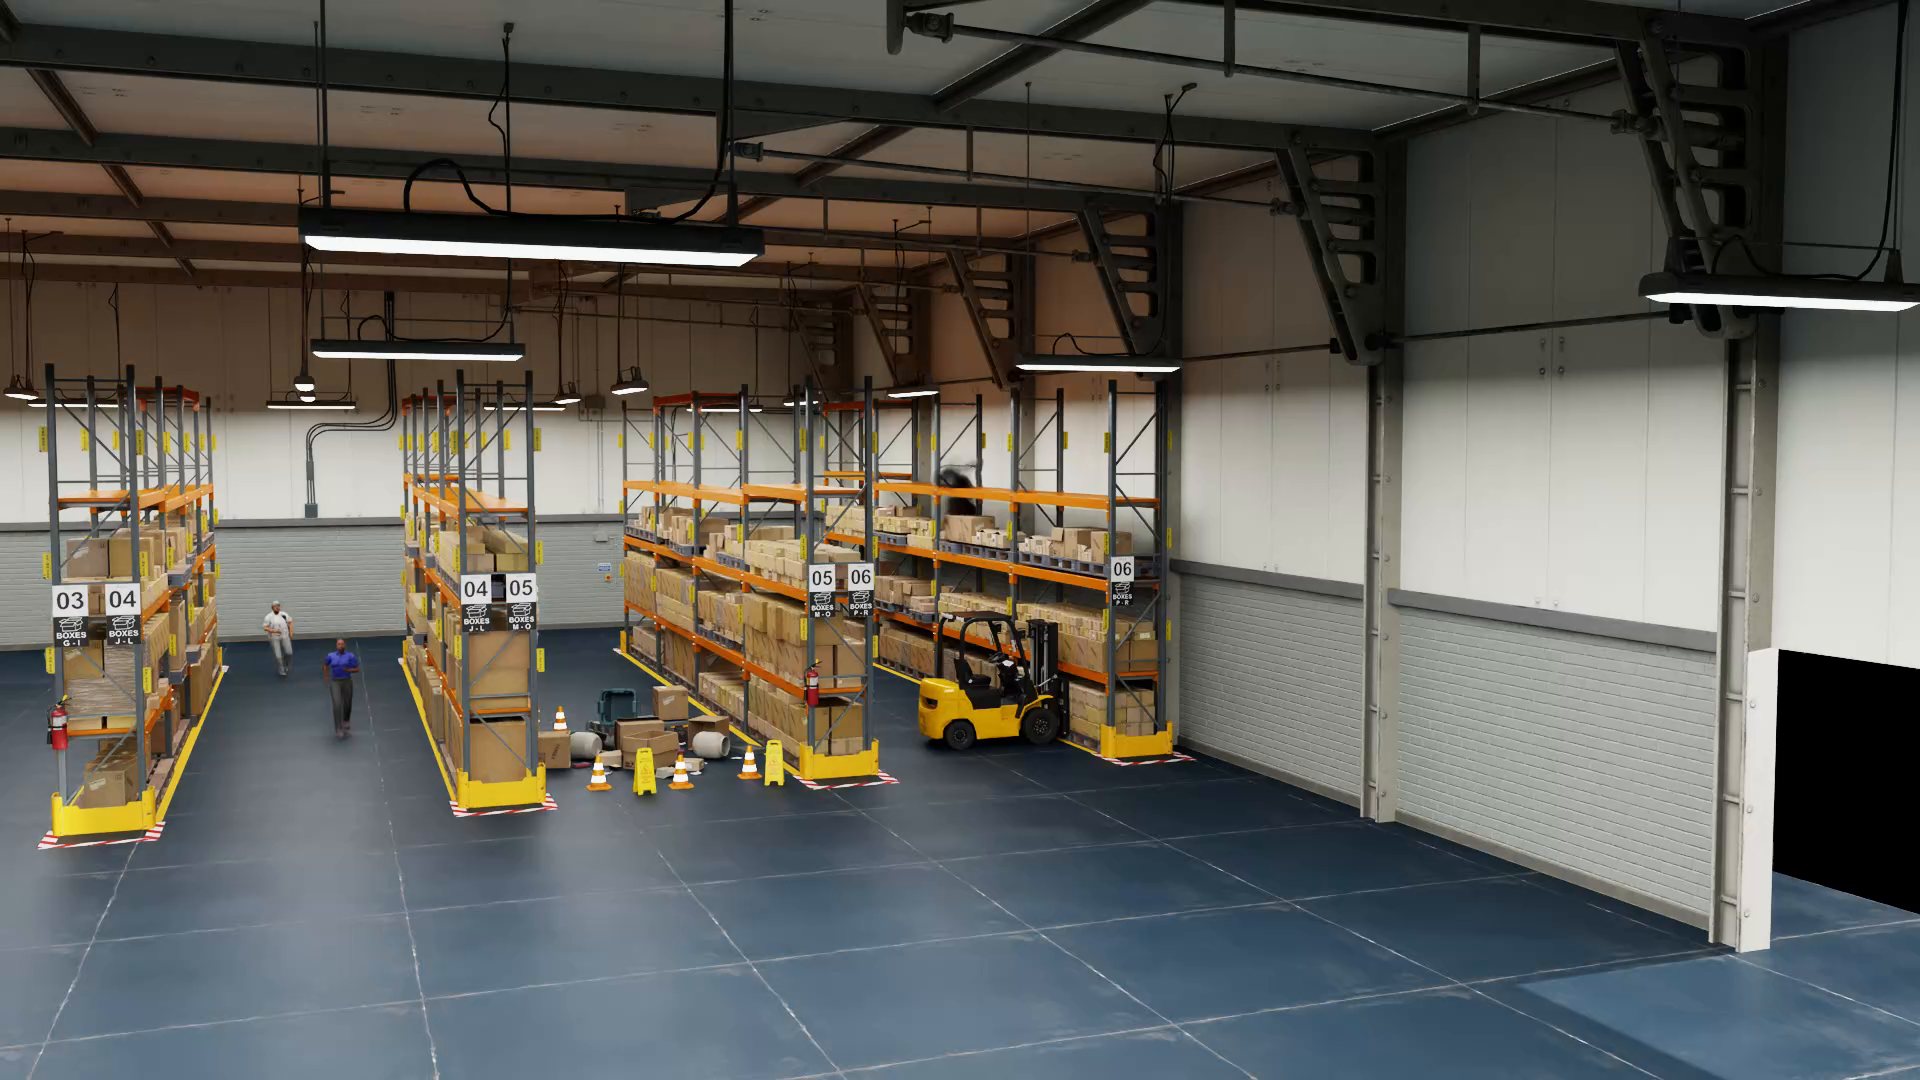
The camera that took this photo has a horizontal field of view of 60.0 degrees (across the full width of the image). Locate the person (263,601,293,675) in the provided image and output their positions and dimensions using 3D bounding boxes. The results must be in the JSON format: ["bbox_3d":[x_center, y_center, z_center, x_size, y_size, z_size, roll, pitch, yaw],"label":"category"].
[{"bbox_3d":[-14.637,2.115,35.762,0.626,1.606,0.543,-2,4,-28],"label":"person"}]

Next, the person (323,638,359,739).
[{"bbox_3d":[-10.554,2.494,28.381,0.570,1.658,0.910,-1,4,-24],"label":"person"}]
